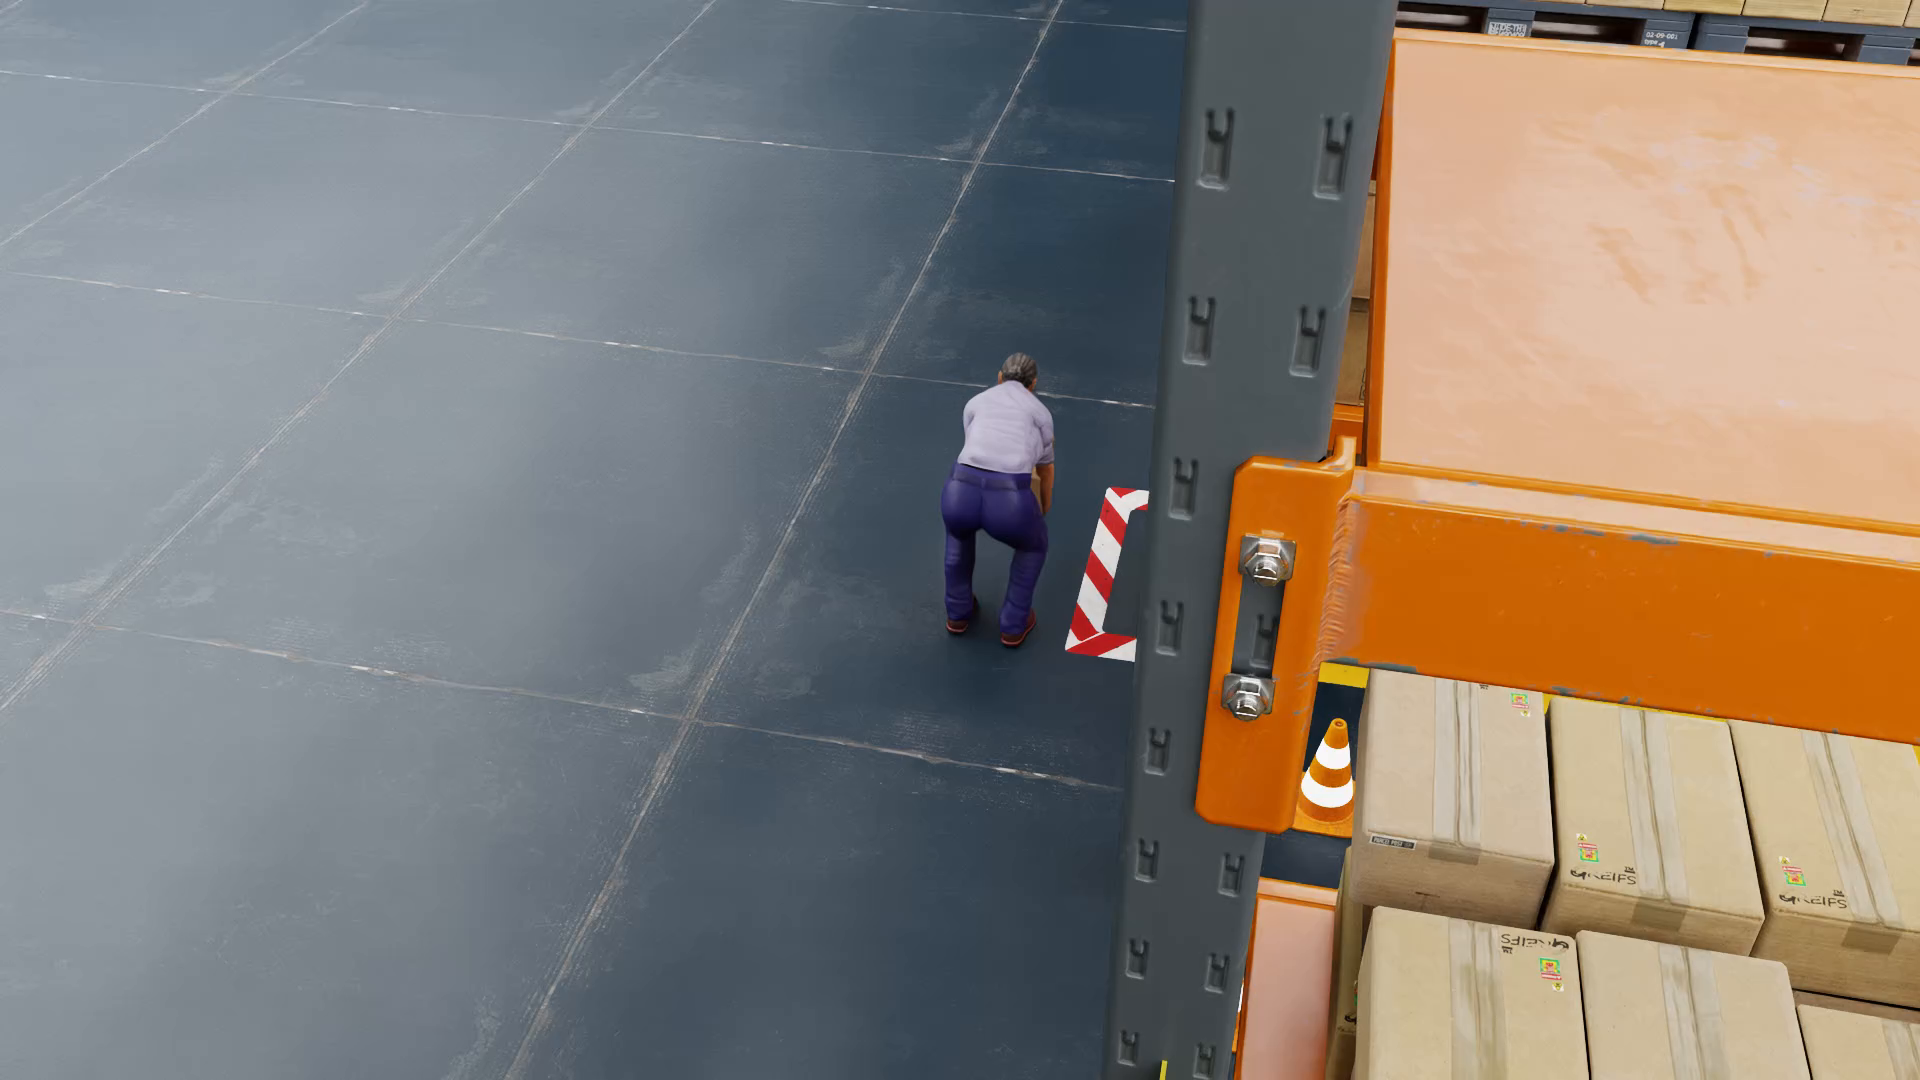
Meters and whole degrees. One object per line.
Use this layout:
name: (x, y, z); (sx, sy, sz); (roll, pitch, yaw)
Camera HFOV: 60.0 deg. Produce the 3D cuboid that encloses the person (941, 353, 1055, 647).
person: (0.189, -0.172, 7.610); (0.488, 1.169, 0.868); (9, 38, 12)
